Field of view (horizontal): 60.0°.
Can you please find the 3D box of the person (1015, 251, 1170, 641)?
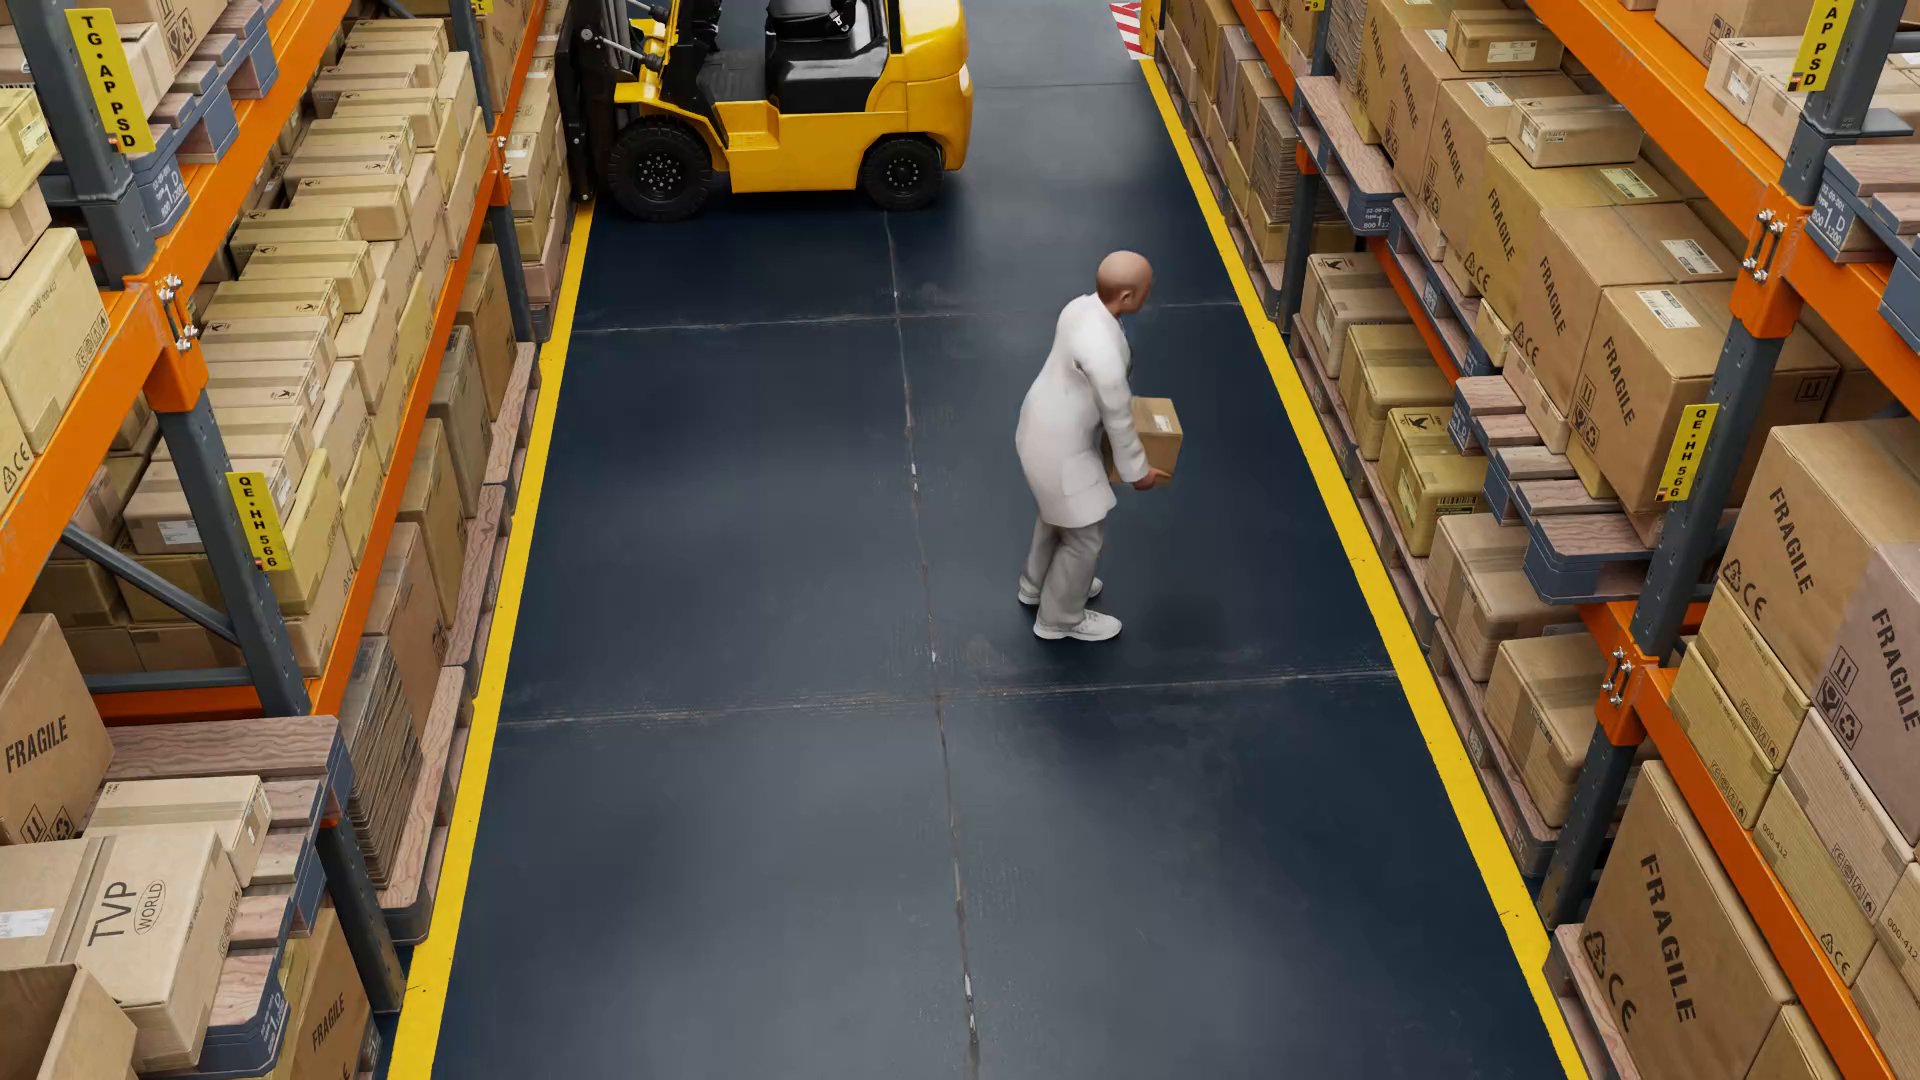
[{"bbox_3d":[0.524,-0.359,6.648,0.601,1.744,0.530,-4,39,-5],"label":"person"}]
